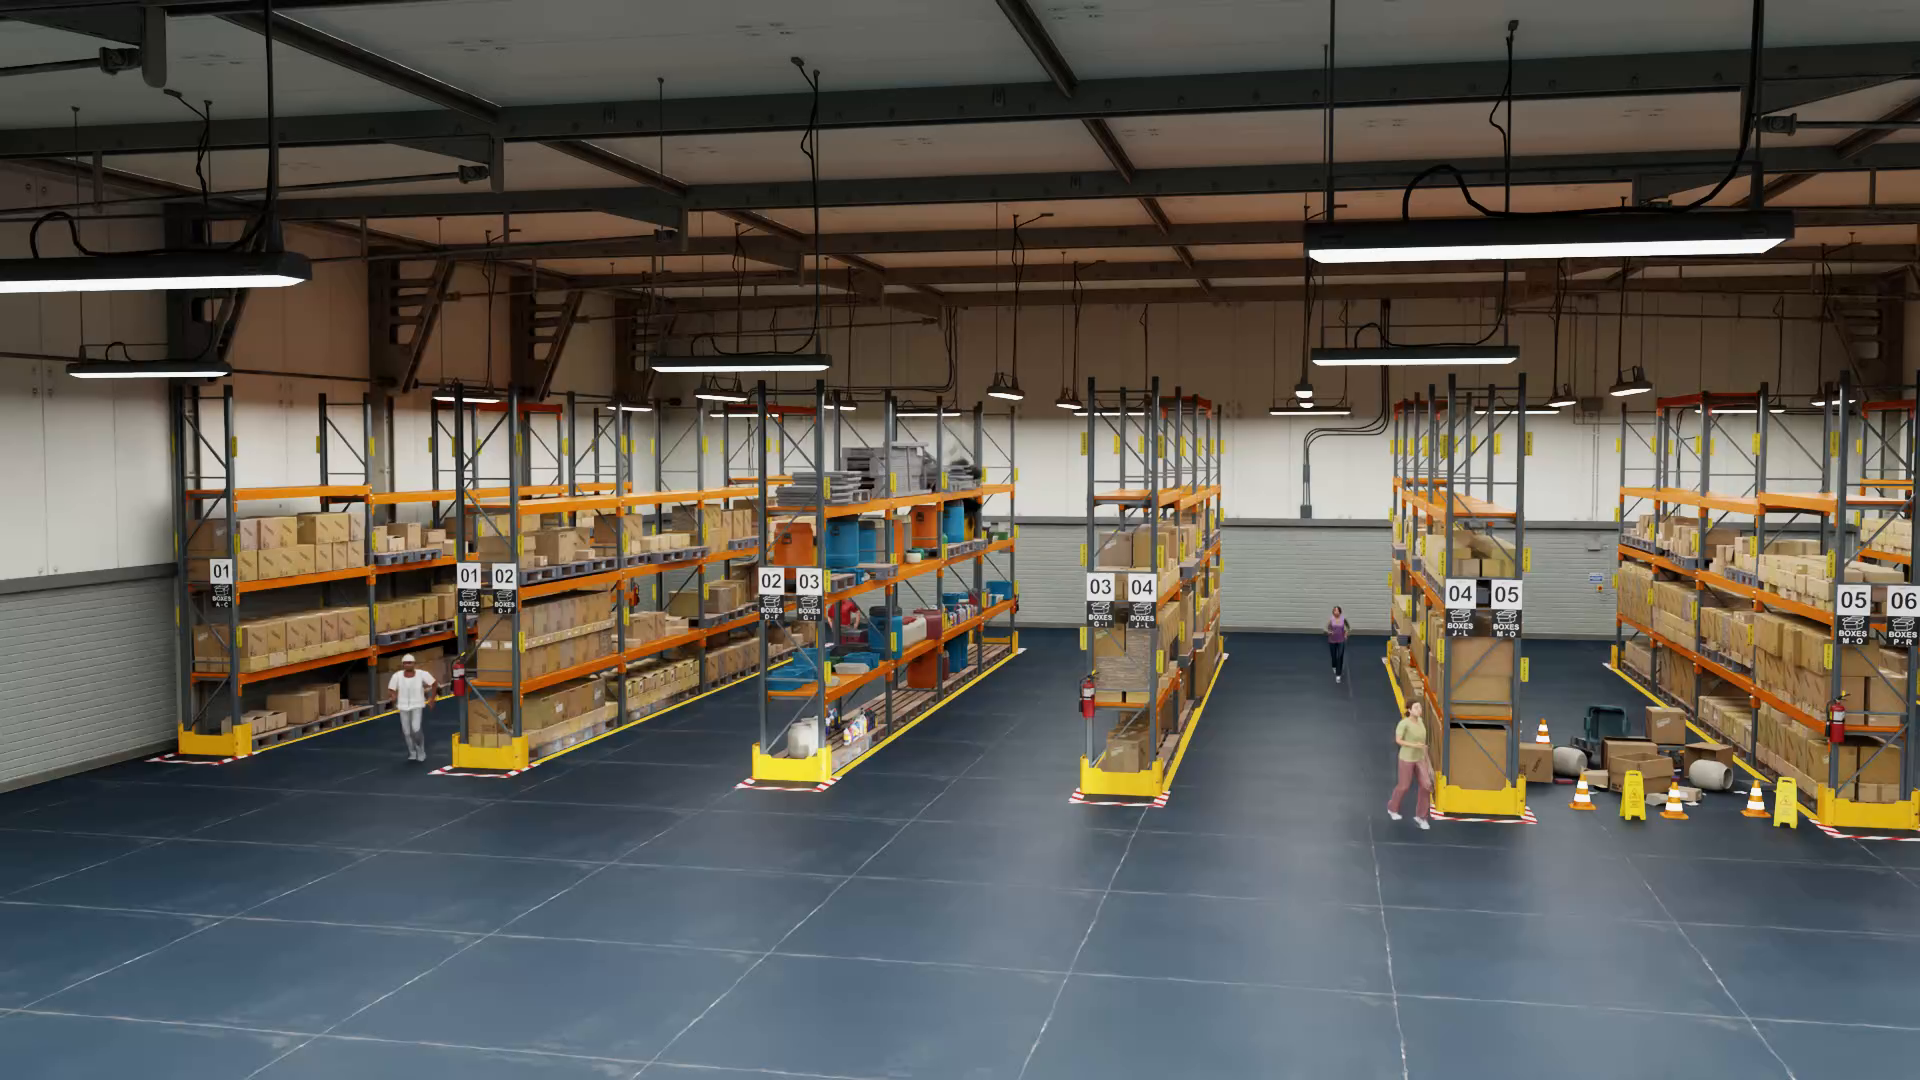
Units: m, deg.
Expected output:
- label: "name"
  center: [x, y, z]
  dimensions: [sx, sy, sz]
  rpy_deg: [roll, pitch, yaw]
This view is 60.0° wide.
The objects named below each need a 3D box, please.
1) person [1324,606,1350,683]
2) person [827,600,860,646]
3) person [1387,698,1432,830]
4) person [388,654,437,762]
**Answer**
- label: "person"
  center: [8.072, 2.204, 35.613]
  dimensions: [0.538, 1.605, 0.877]
  rpy_deg: [1, 3, 12]
- label: "person"
  center: [-2.486, 1.921, 34.988]
  dimensions: [0.690, 1.708, 0.635]
  rpy_deg: [1, 3, 15]
- label: "person"
  center: [5.953, 2.928, 21.969]
  dimensions: [0.590, 1.697, 0.730]
  rpy_deg: [-1, 4, -24]
- label: "person"
  center: [-8.677, 2.655, 26.297]
  dimensions: [0.719, 1.715, 0.716]
  rpy_deg: [0, 3, -5]
